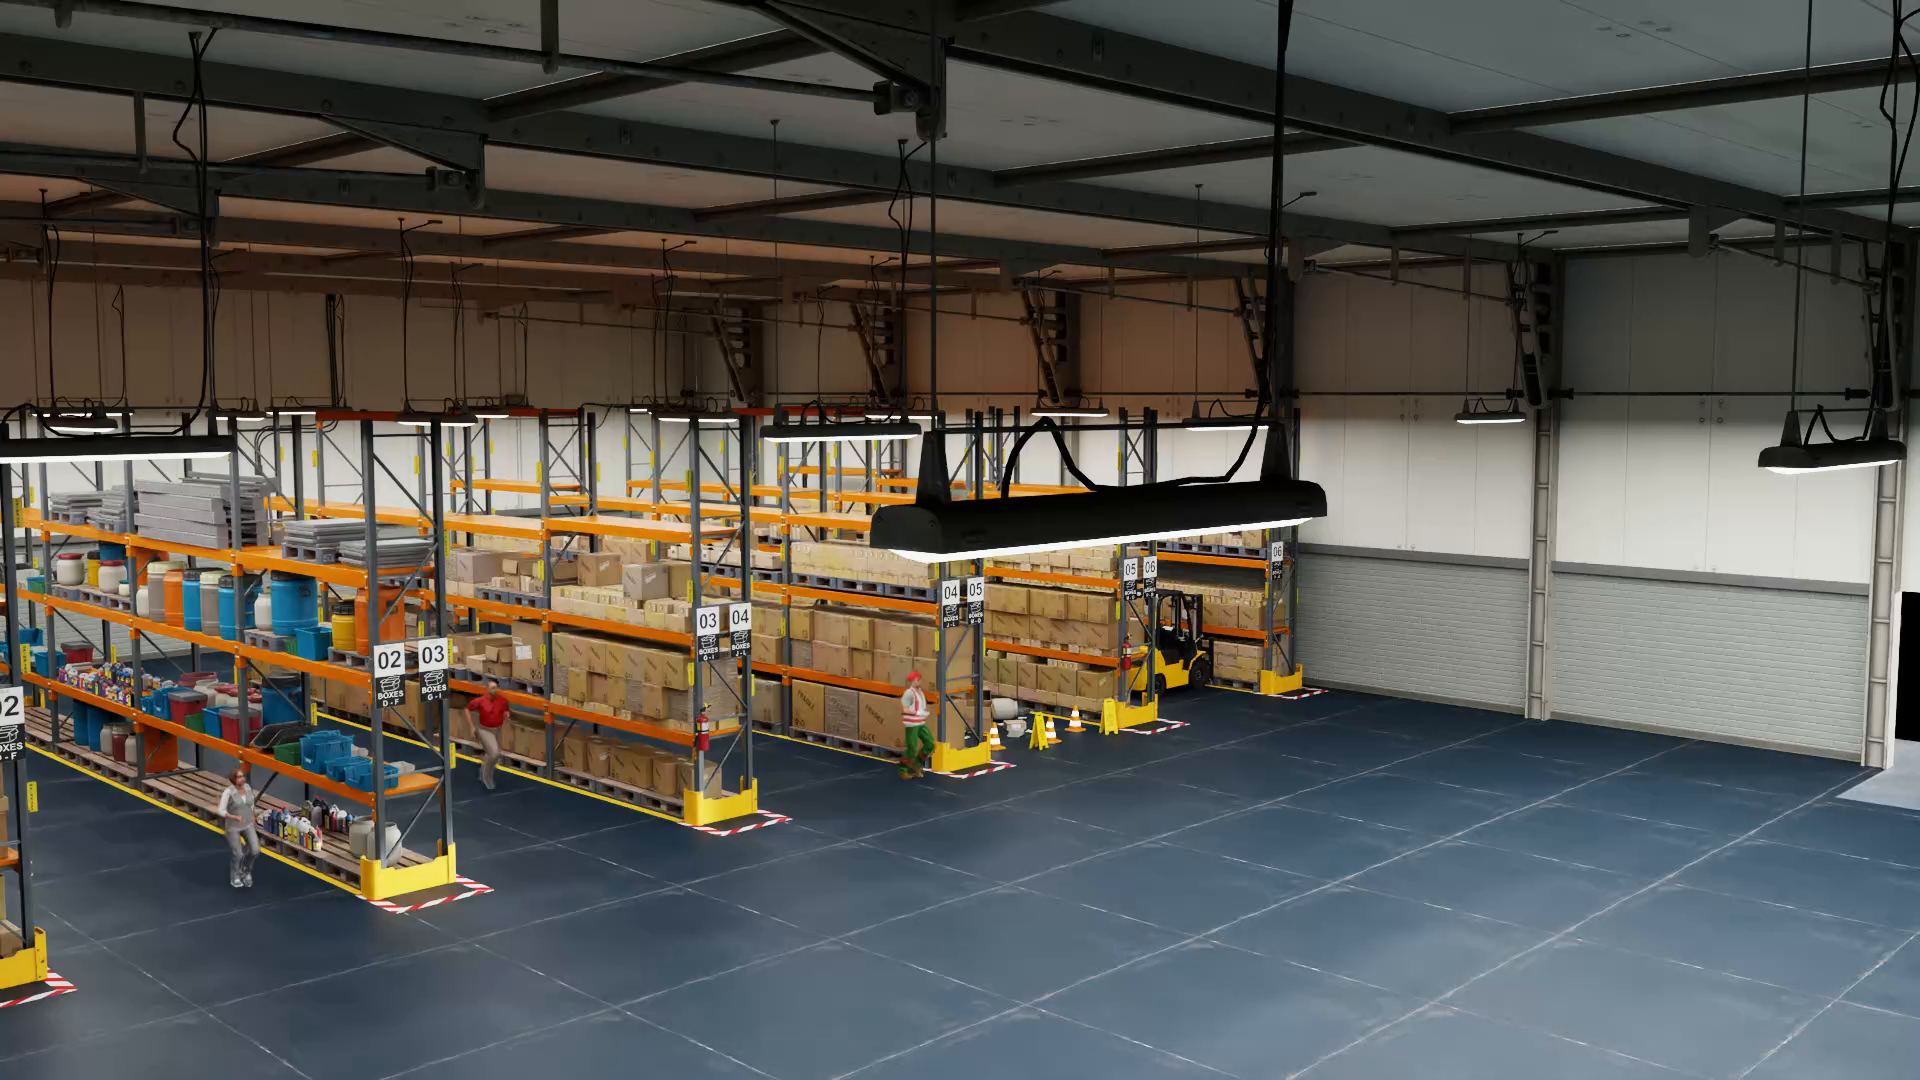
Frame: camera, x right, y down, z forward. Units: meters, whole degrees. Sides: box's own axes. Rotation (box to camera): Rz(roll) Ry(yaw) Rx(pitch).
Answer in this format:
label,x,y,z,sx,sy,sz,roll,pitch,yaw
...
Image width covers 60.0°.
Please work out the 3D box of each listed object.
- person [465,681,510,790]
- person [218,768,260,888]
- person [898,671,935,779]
label,x,y,z,sx,sy,sz,roll,pitch,yaw
person,-7.490,3.129,26.617,0.814,1.767,0.627,4,6,36
person,-9.135,3.668,21.120,0.604,1.568,0.541,4,7,41
person,-0.697,3.044,27.202,0.638,1.799,0.662,3,6,31
